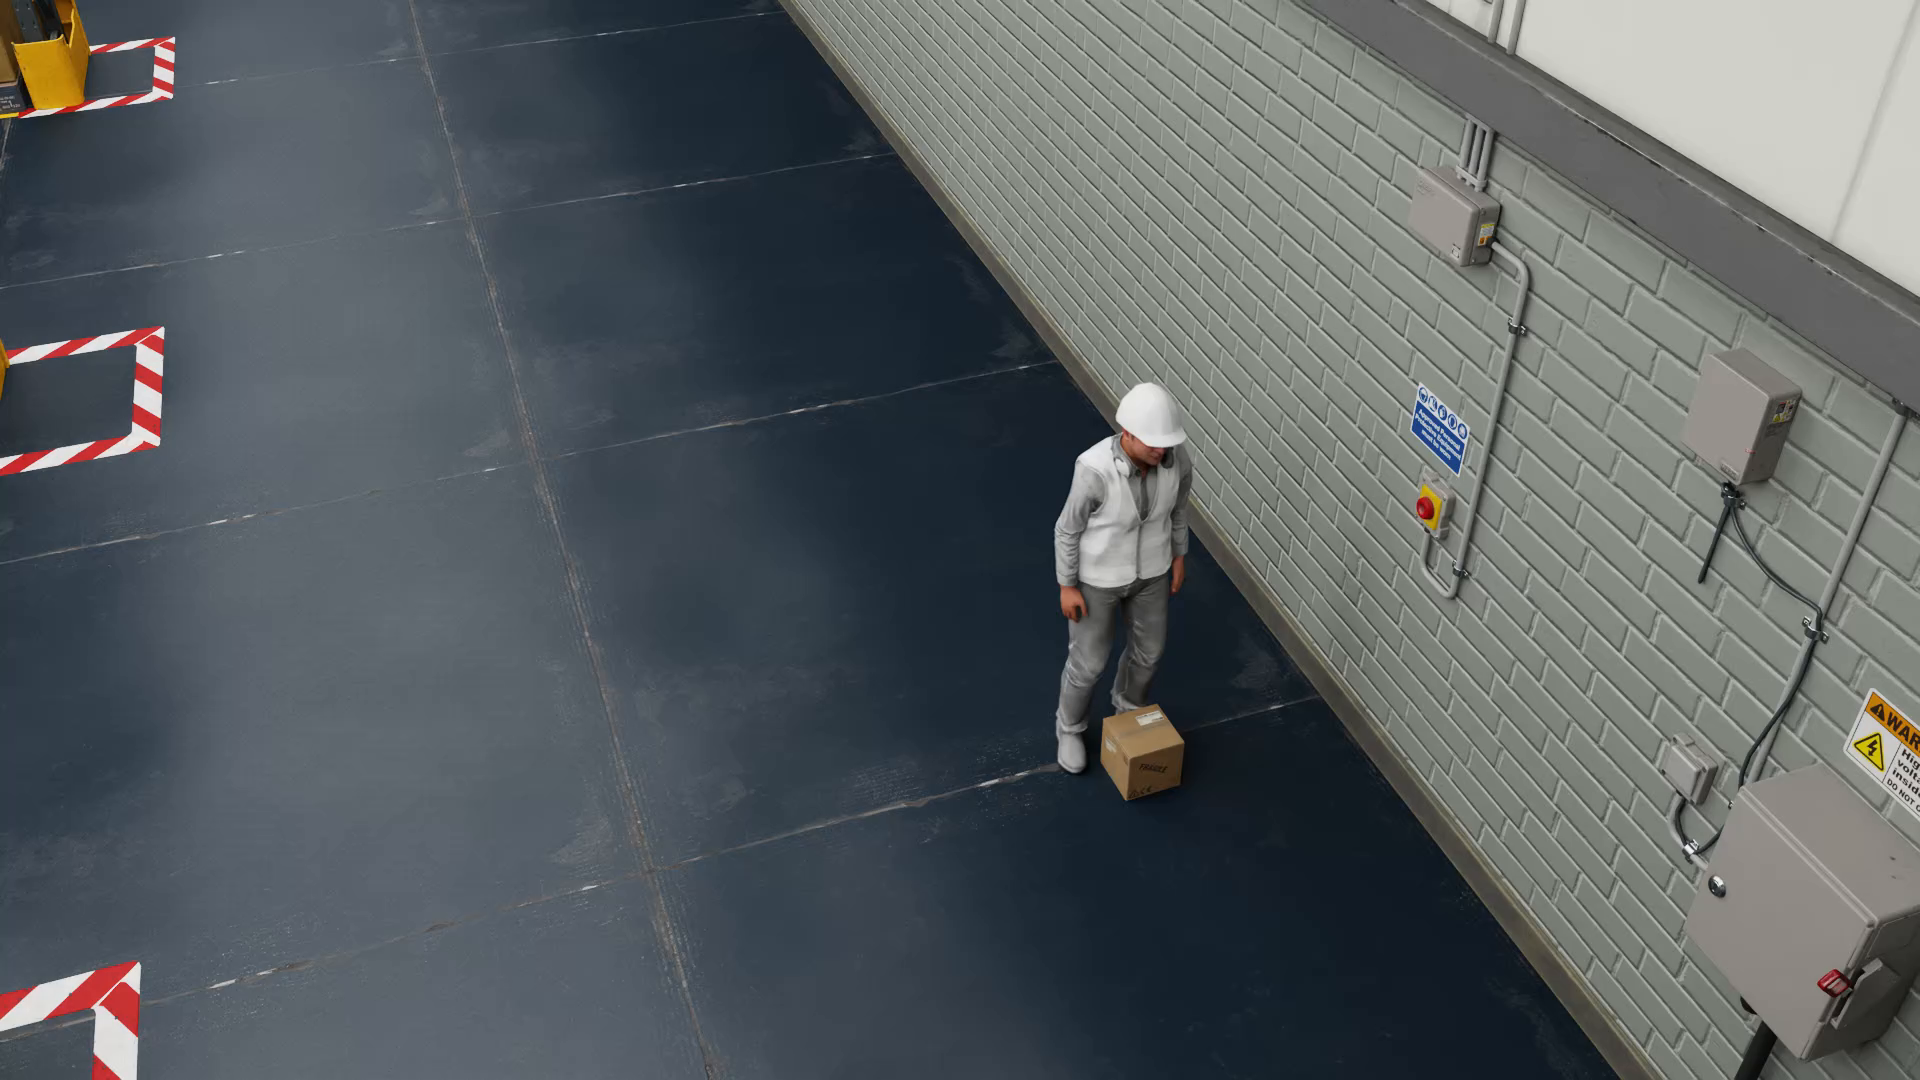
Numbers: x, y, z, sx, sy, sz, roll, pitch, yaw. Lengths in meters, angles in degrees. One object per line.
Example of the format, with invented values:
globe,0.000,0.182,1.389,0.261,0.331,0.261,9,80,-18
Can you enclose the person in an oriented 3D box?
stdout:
person,0.646,0.125,6.601,0.583,1.769,0.464,-15,40,-18
